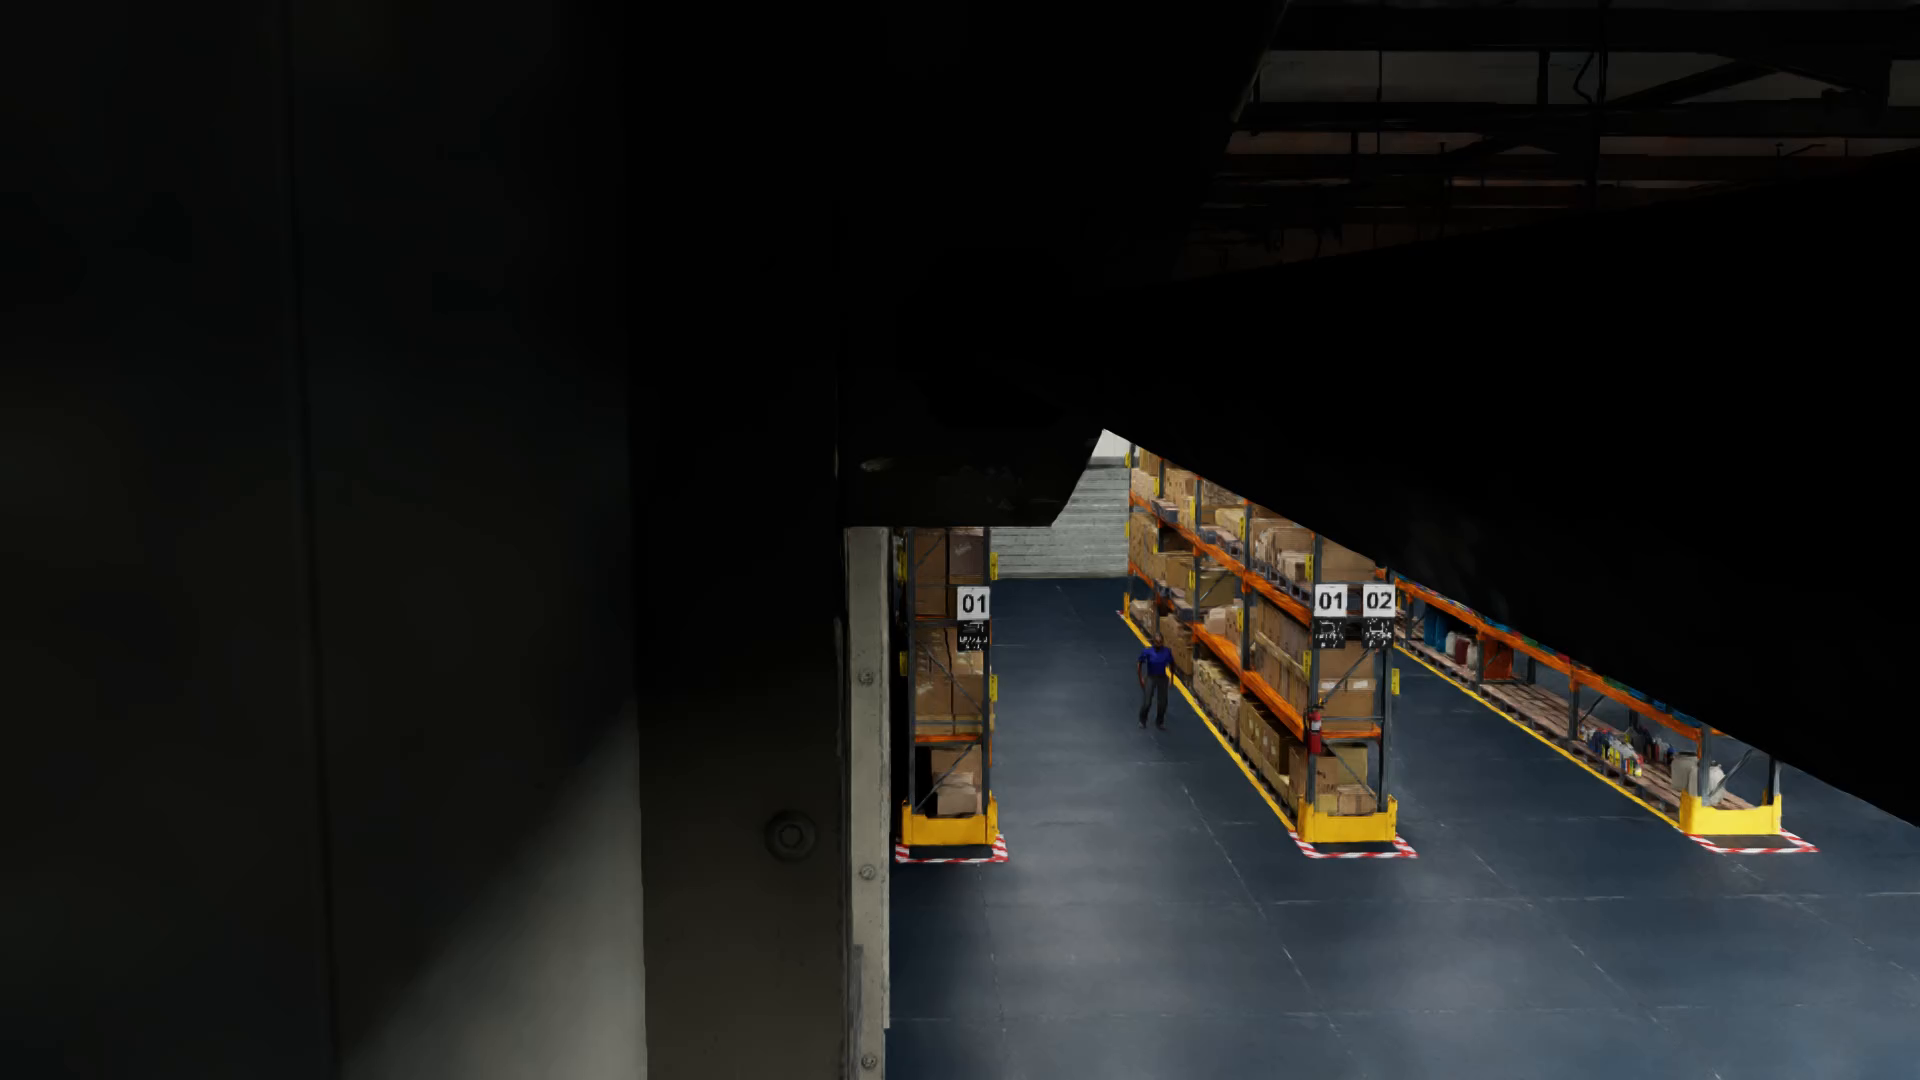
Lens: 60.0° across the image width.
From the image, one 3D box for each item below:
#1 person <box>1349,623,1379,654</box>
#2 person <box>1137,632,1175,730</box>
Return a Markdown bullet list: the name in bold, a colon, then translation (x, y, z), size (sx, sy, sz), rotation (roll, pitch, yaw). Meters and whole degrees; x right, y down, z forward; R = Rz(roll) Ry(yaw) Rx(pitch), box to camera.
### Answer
- **person**: translation (7.001, 1.805, 28.947), size (0.555, 1.669, 1.029), rotation (0, 7, -3)
- **person**: translation (3.070, 2.206, 26.119), size (0.592, 1.604, 0.517), rotation (-1, 7, -4)
